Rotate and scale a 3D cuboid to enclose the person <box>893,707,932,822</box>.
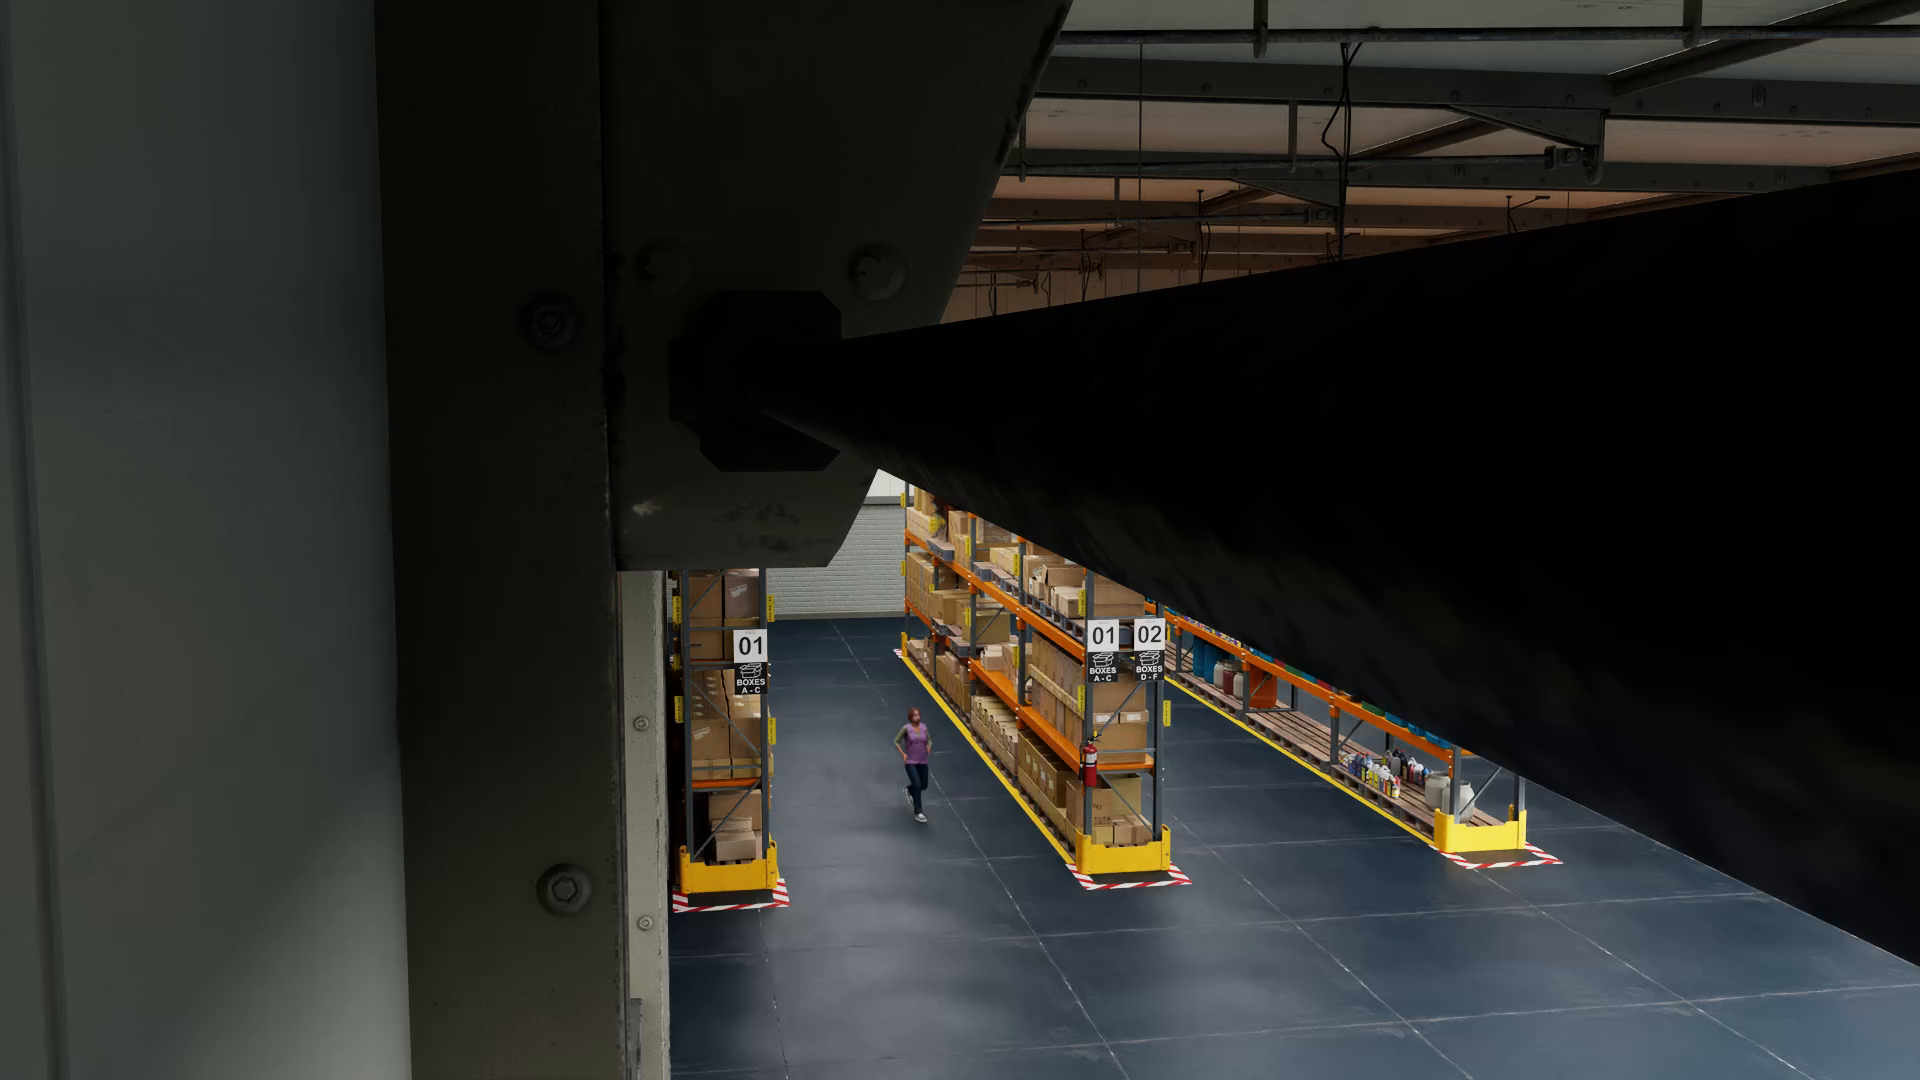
[{"bbox_3d":[-0.648,3.127,23.398,0.547,1.563,0.755,-3,7,-26],"label":"person"}]
